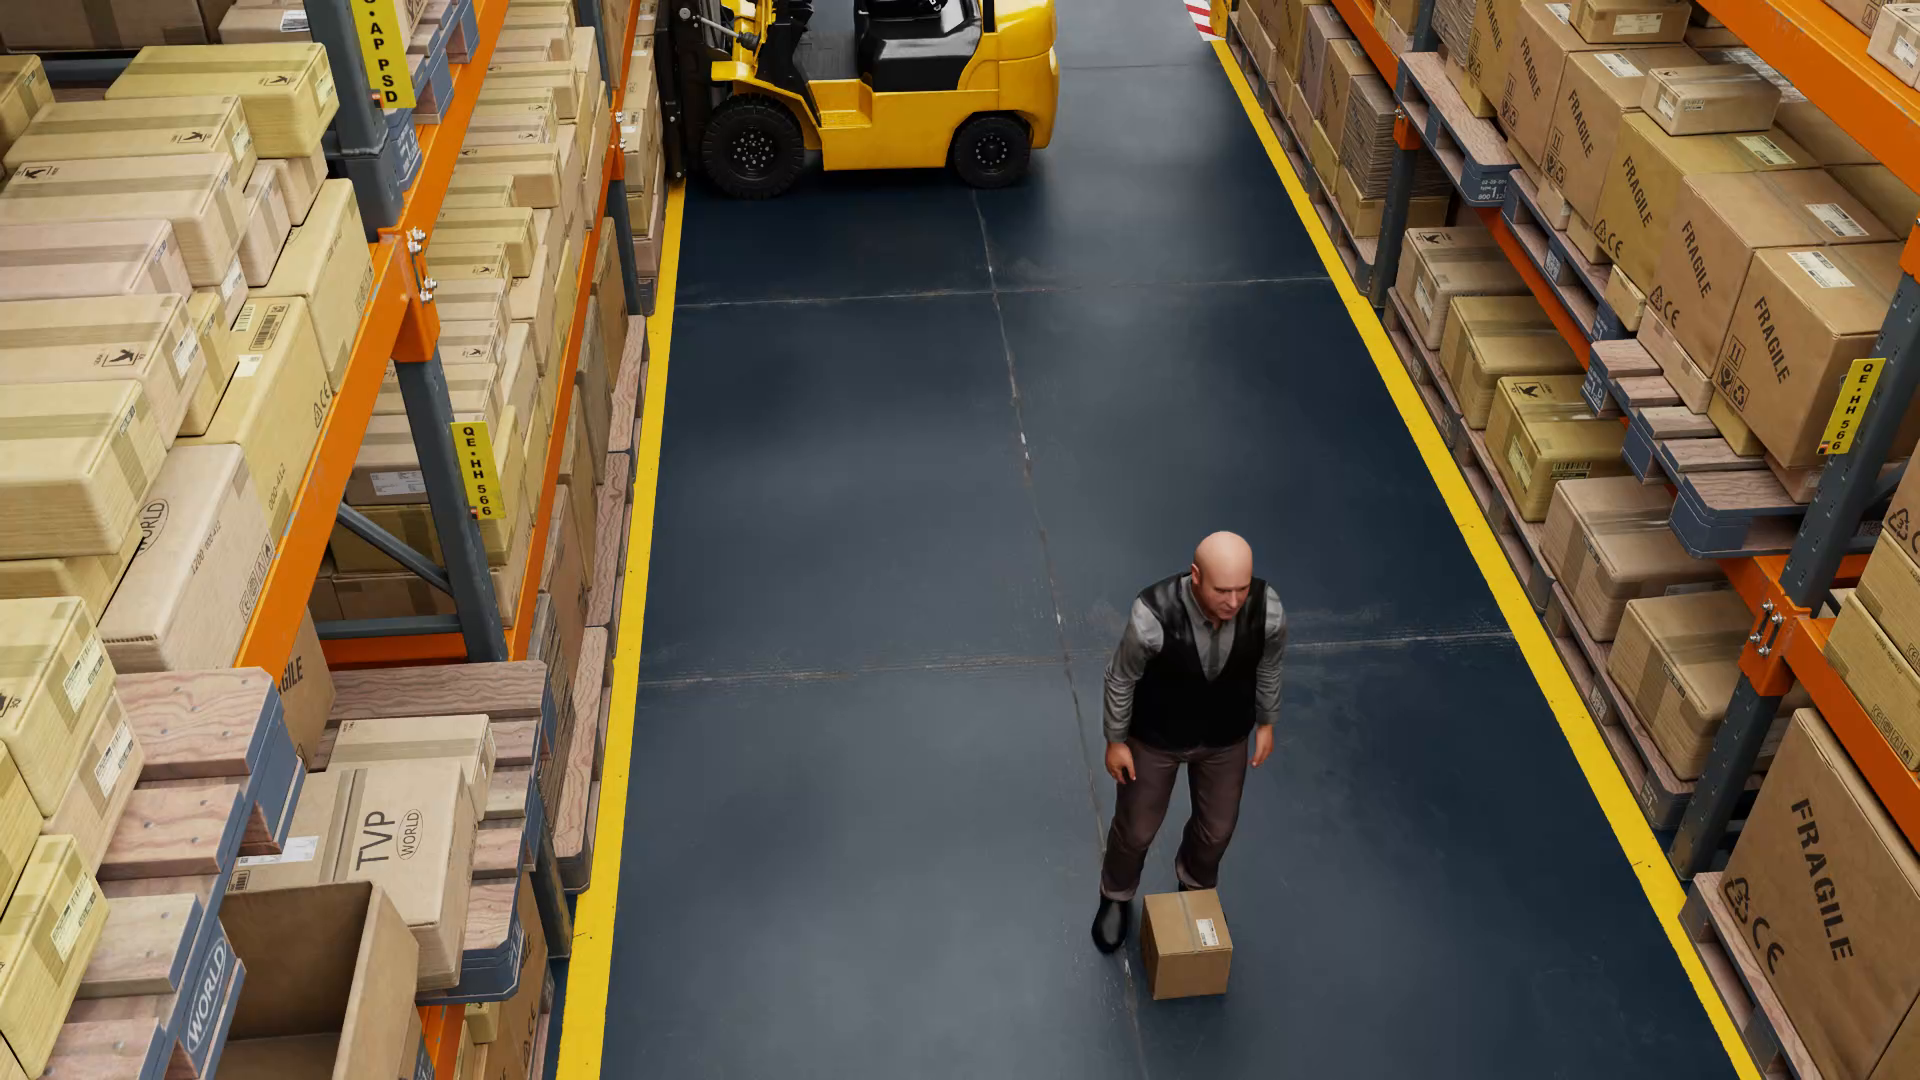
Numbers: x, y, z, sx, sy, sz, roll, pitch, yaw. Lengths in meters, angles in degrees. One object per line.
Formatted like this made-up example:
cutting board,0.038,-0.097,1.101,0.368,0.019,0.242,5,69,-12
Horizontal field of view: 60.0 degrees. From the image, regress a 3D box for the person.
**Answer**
person,0.739,0.624,5.399,0.594,1.721,0.422,-5,39,-7
